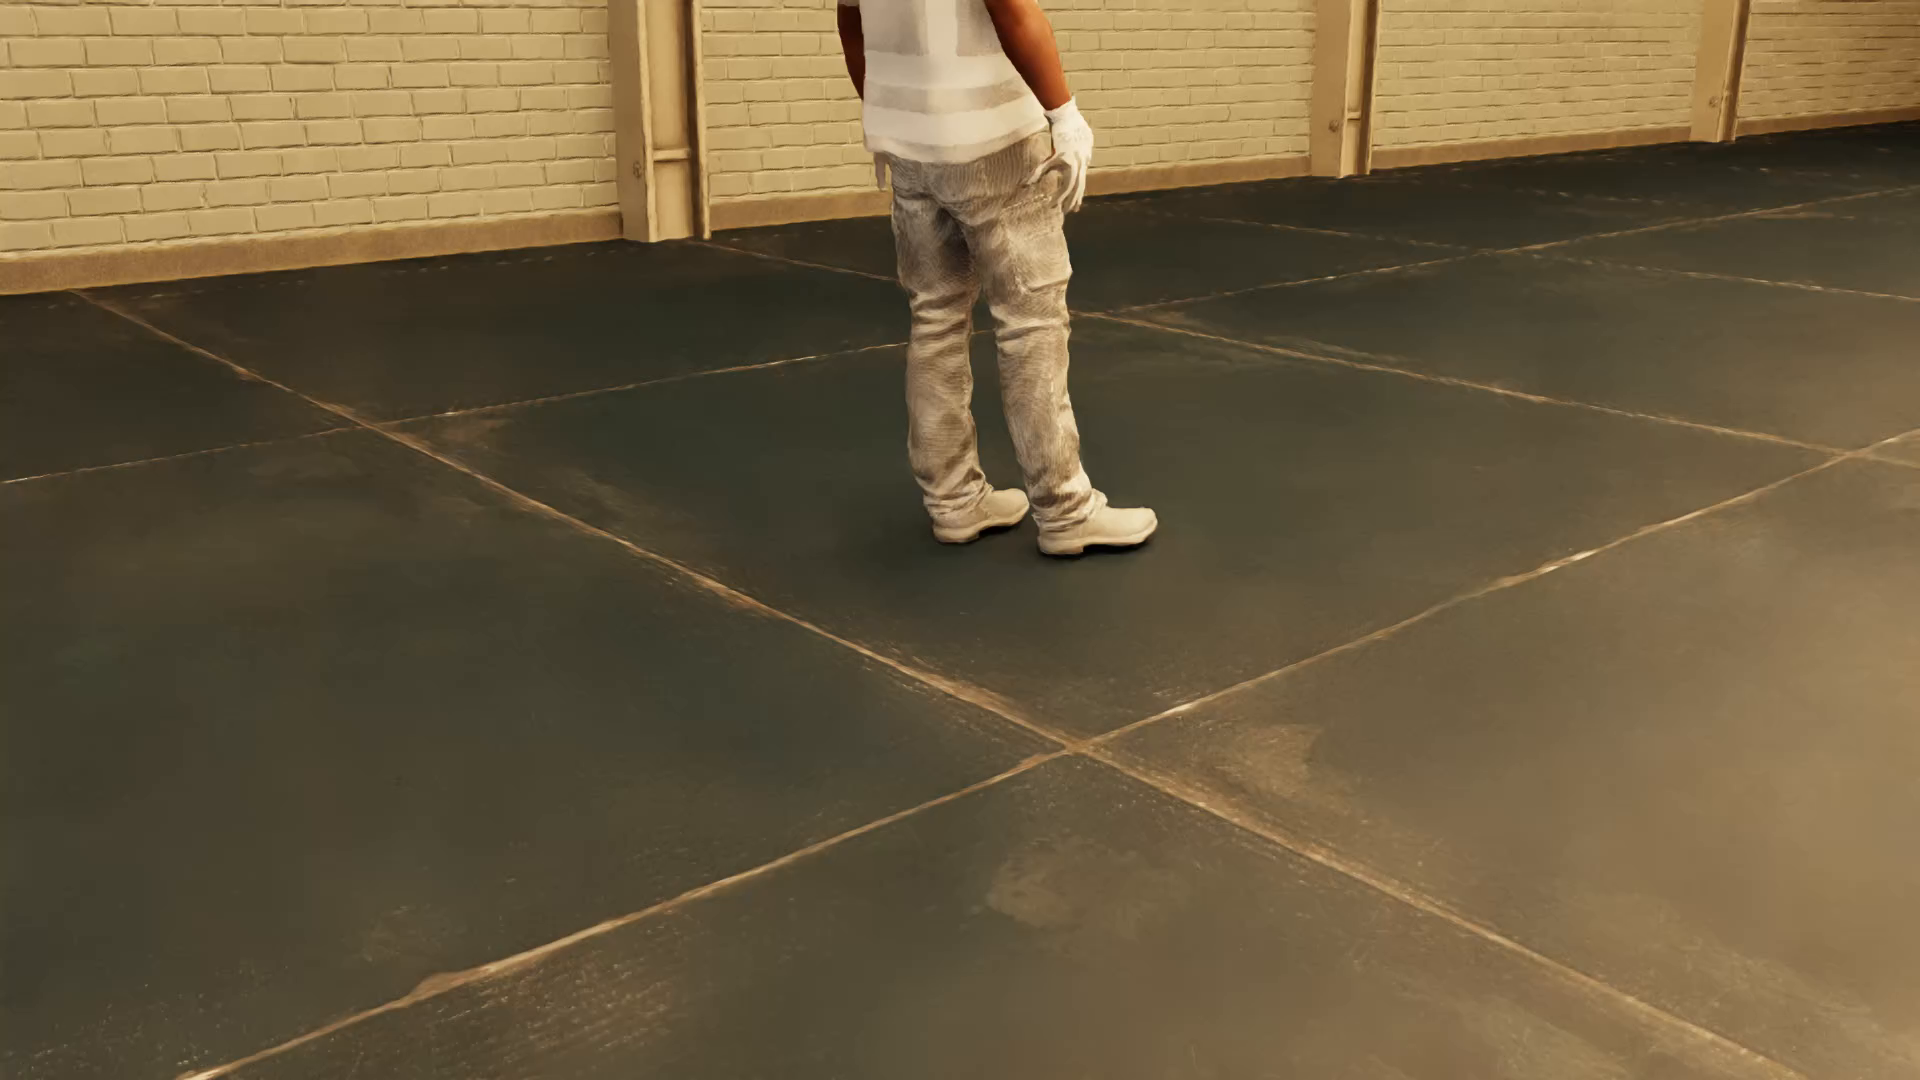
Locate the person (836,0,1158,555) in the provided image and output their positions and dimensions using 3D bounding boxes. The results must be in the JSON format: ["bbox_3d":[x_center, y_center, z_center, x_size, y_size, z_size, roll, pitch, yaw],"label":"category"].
[{"bbox_3d":[0.060,-0.870,3.619,0.576,1.782,0.655,-14,22,-38],"label":"person"}]
